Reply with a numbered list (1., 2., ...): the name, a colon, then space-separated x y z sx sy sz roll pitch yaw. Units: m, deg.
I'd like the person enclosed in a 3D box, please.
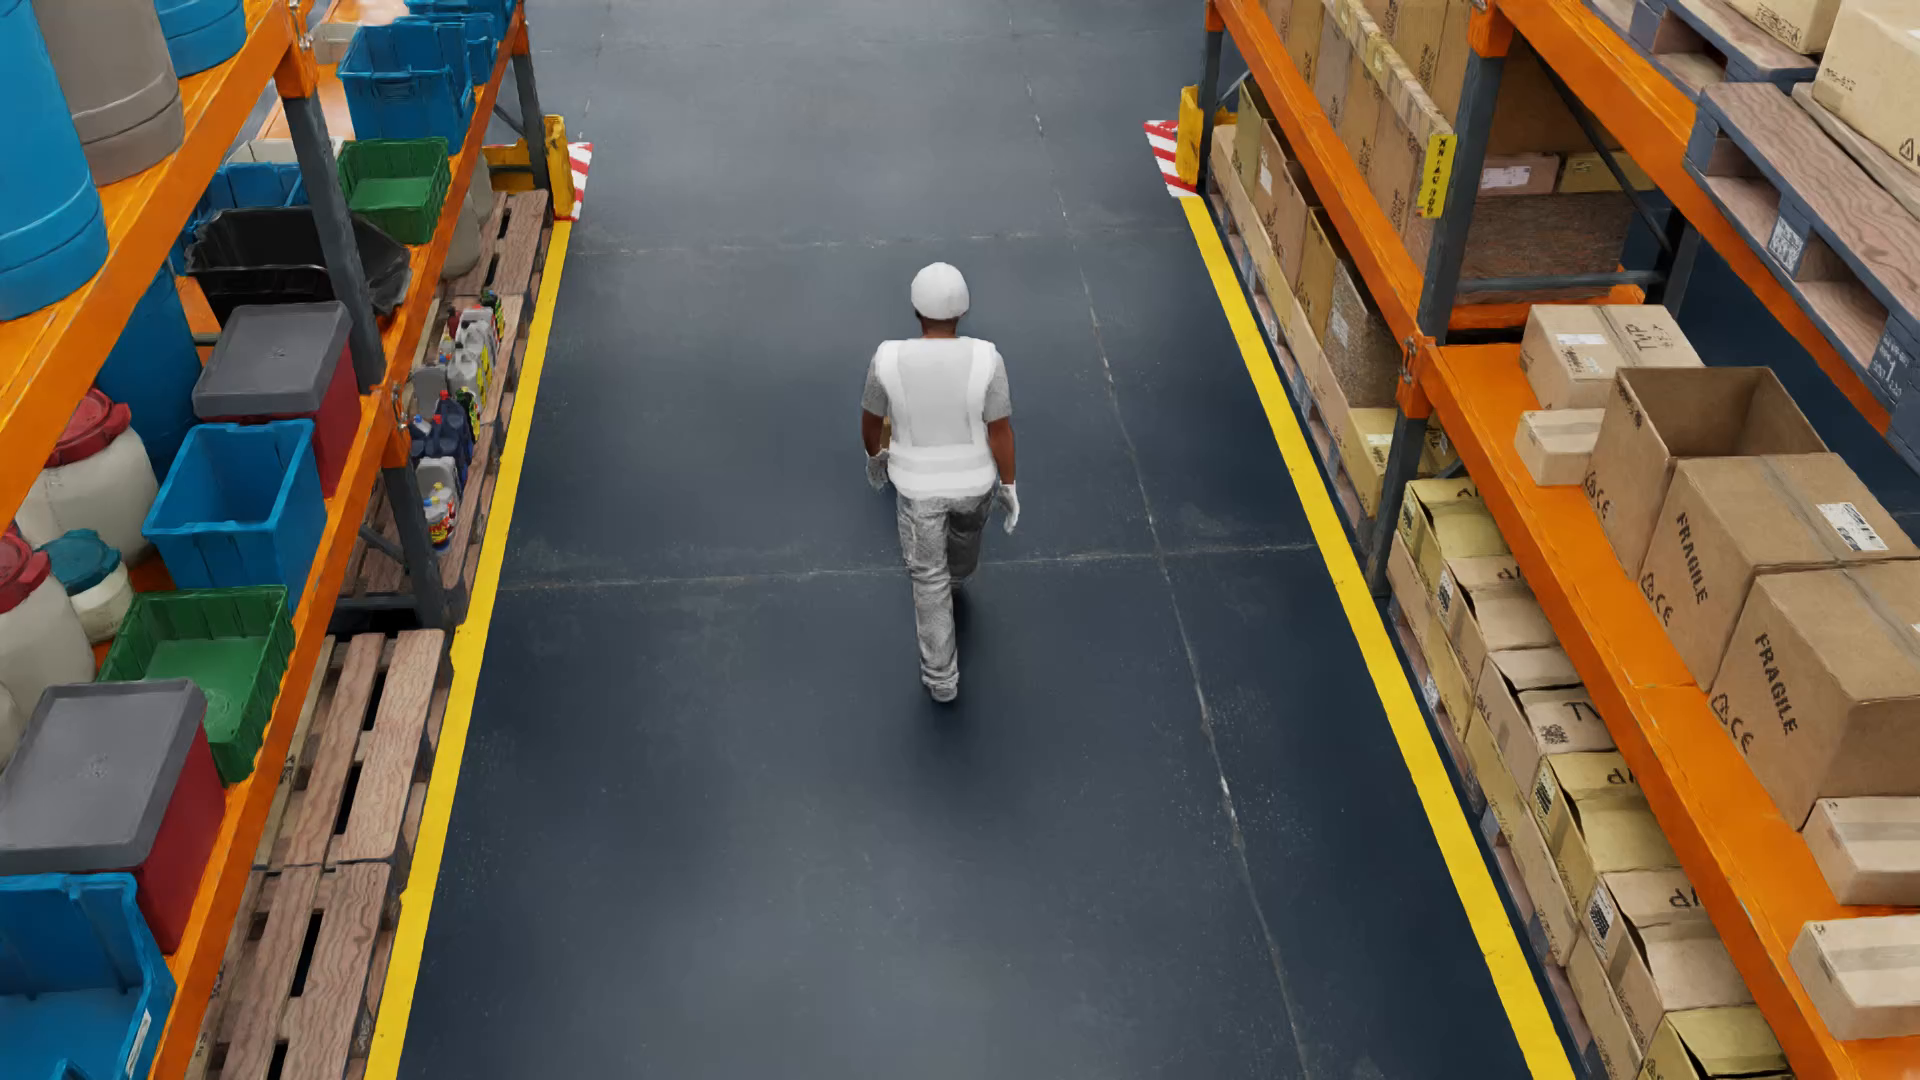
1. person: -0.090 -0.321 6.537 0.584 1.727 0.992 -4 39 -5
